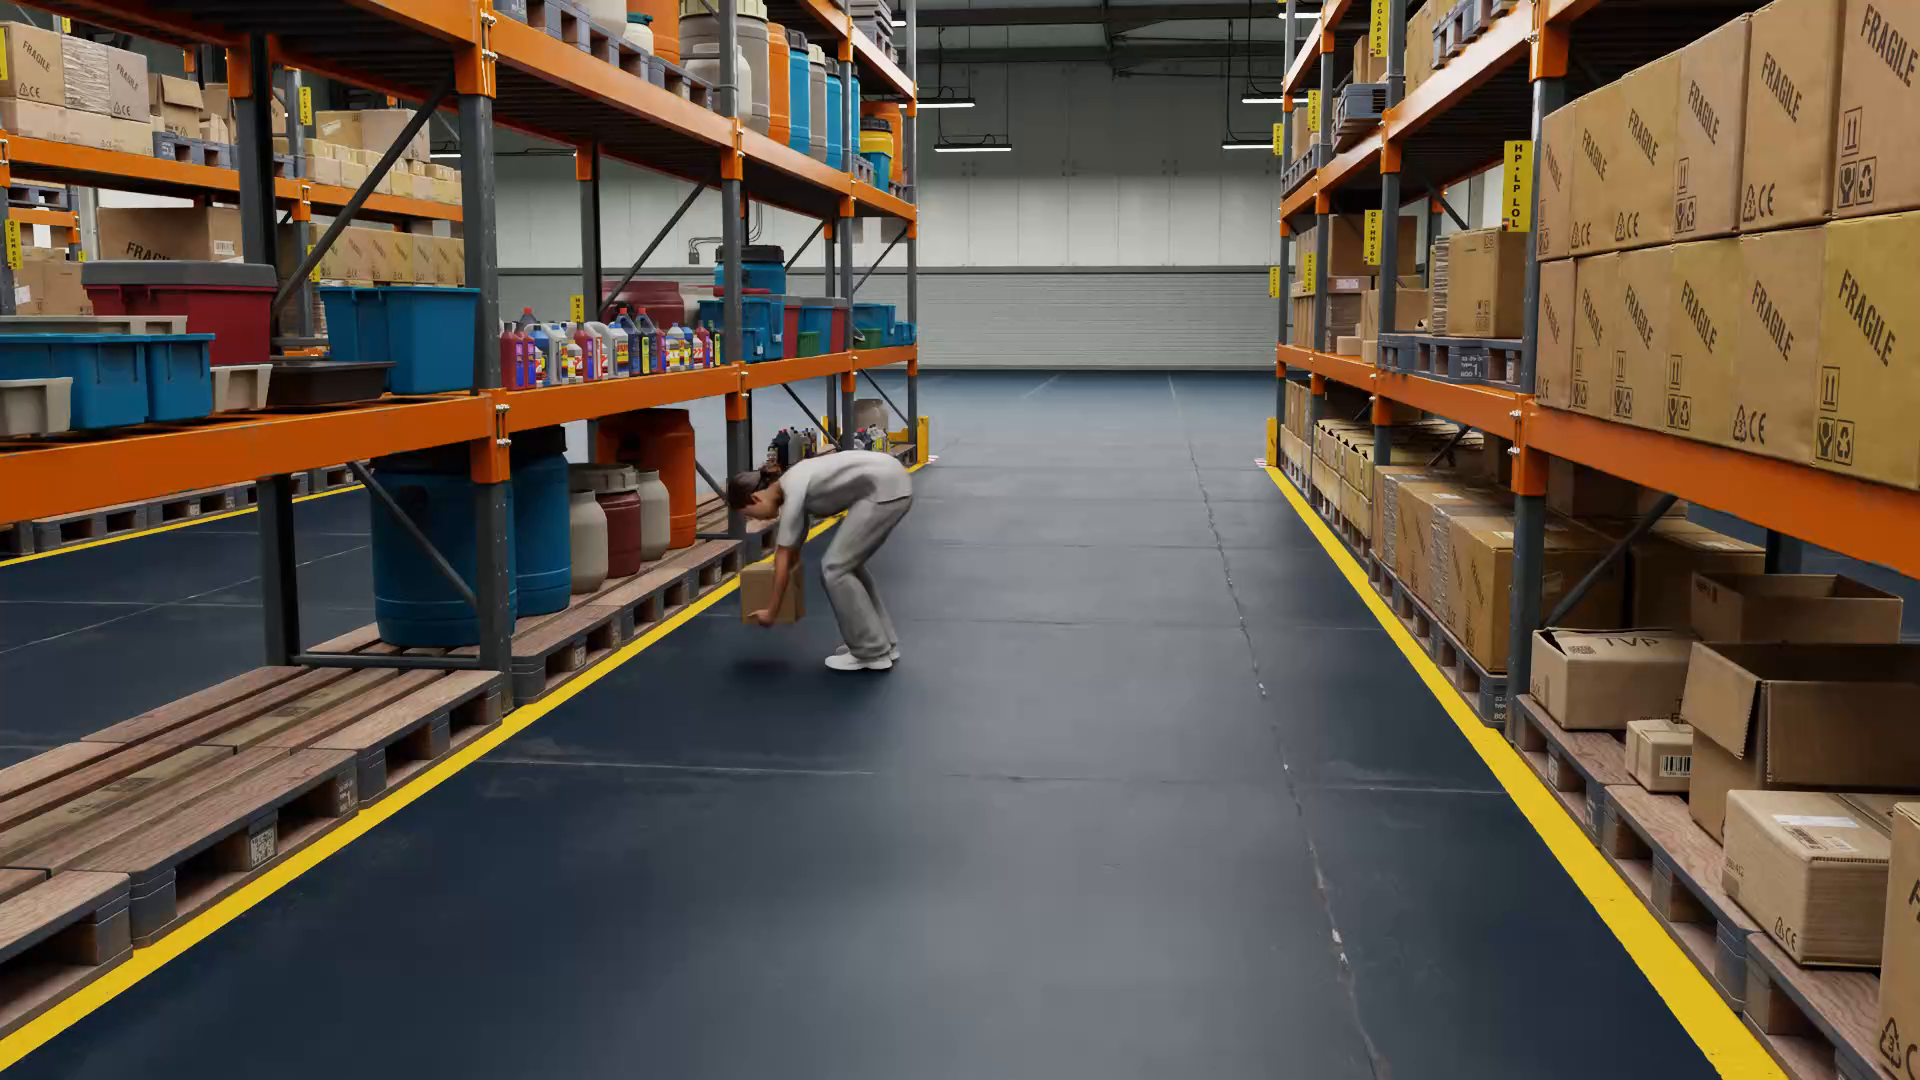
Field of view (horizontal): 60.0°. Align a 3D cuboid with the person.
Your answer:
[{"bbox_3d":[-0.642,0.086,7.704,0.866,0.998,0.446,1,8,4],"label":"person"}]
